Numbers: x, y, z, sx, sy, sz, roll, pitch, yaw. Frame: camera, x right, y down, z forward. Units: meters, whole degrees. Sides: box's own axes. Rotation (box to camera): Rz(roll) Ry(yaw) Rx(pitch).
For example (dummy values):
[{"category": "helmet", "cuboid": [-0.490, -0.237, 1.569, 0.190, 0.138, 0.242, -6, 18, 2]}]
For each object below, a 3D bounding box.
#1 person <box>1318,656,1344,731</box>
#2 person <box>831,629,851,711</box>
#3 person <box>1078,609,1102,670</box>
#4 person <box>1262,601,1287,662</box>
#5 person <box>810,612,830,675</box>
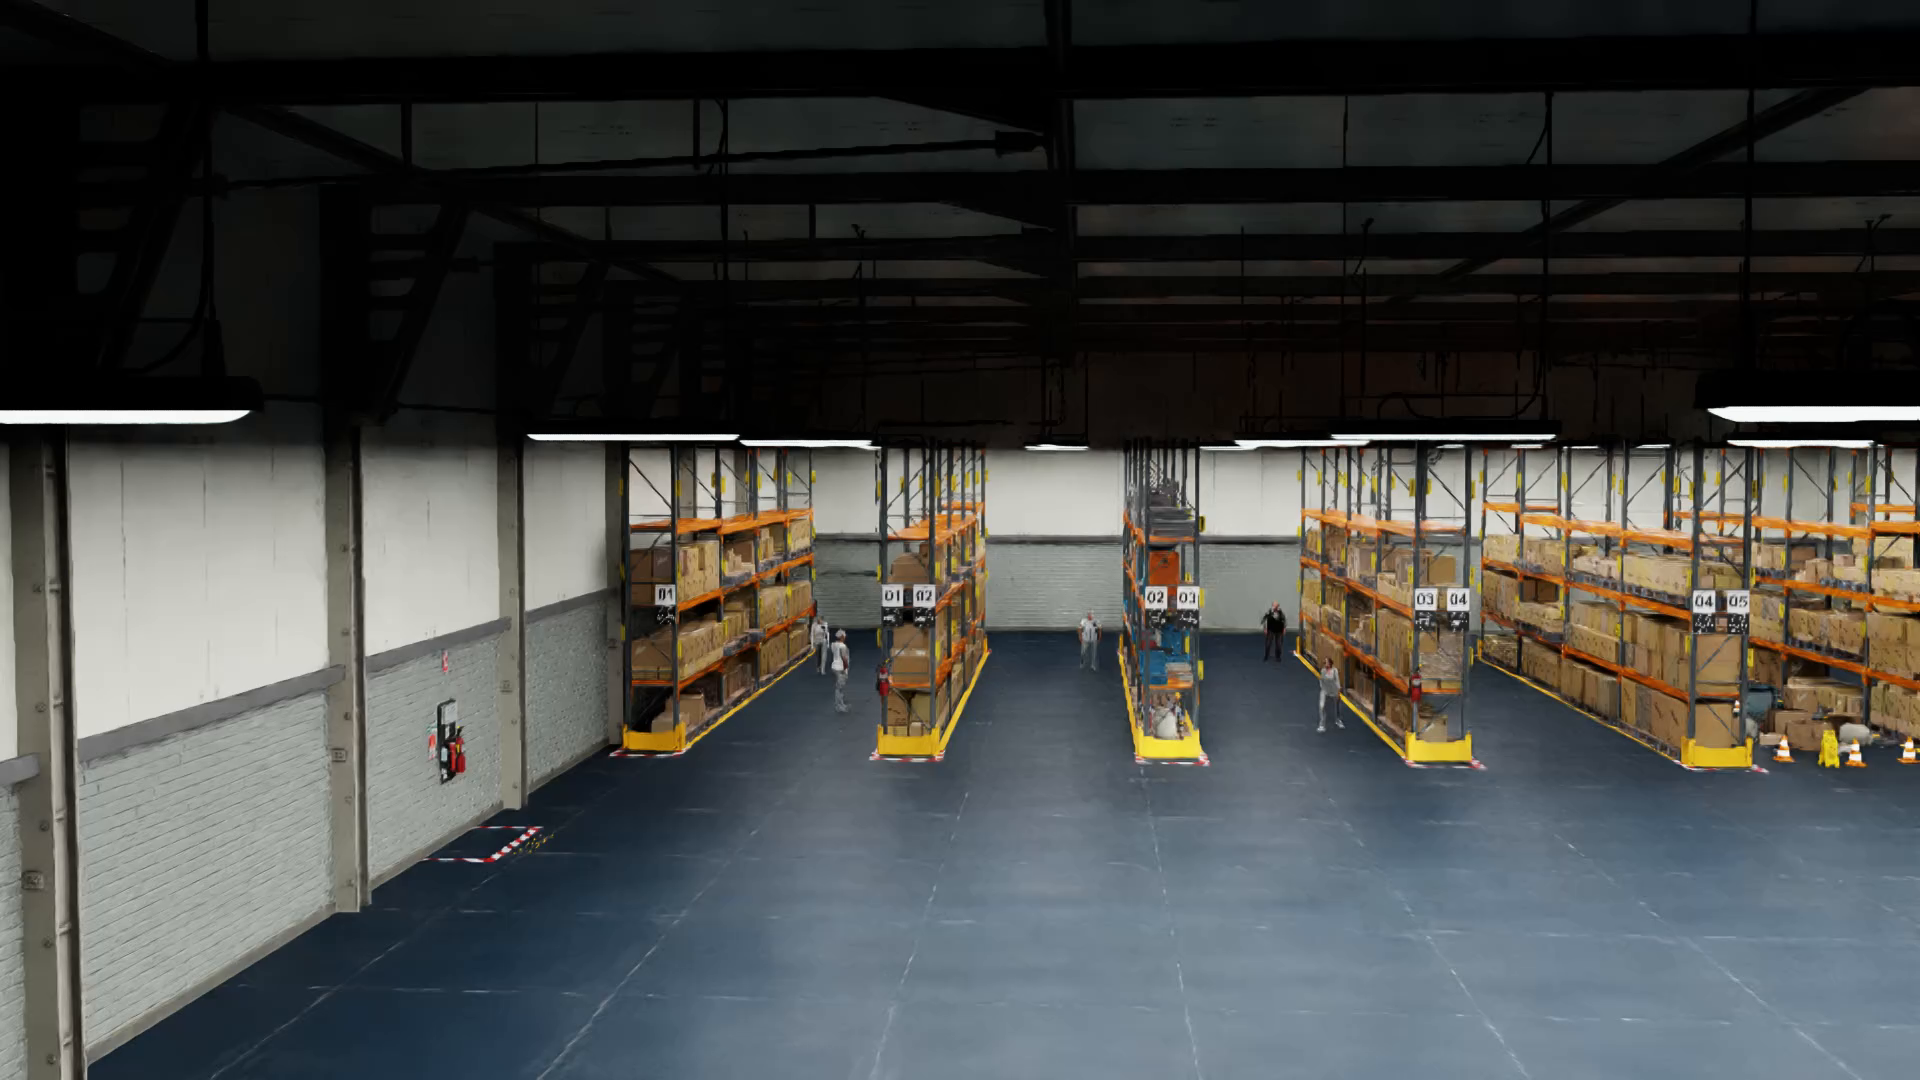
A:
[{"category": "person", "cuboid": [7.595, 3.125, 34.058, 0.455, 1.531, 0.868, 1, 3, 26]}, {"category": "person", "cuboid": [-2.588, 2.851, 36.677, 0.457, 1.783, 0.618, -1, 3, -26]}, {"category": "person", "cuboid": [3.394, 2.601, 43.478, 0.625, 1.611, 0.575, 0, 3, 3]}, {"category": "person", "cuboid": [8.545, 2.477, 45.205, 0.677, 1.674, 0.534, 0, 3, 3]}, {"category": "person", "cuboid": [-3.594, 2.627, 42.540, 0.498, 1.585, 1.075, 0, 3, 2]}]
